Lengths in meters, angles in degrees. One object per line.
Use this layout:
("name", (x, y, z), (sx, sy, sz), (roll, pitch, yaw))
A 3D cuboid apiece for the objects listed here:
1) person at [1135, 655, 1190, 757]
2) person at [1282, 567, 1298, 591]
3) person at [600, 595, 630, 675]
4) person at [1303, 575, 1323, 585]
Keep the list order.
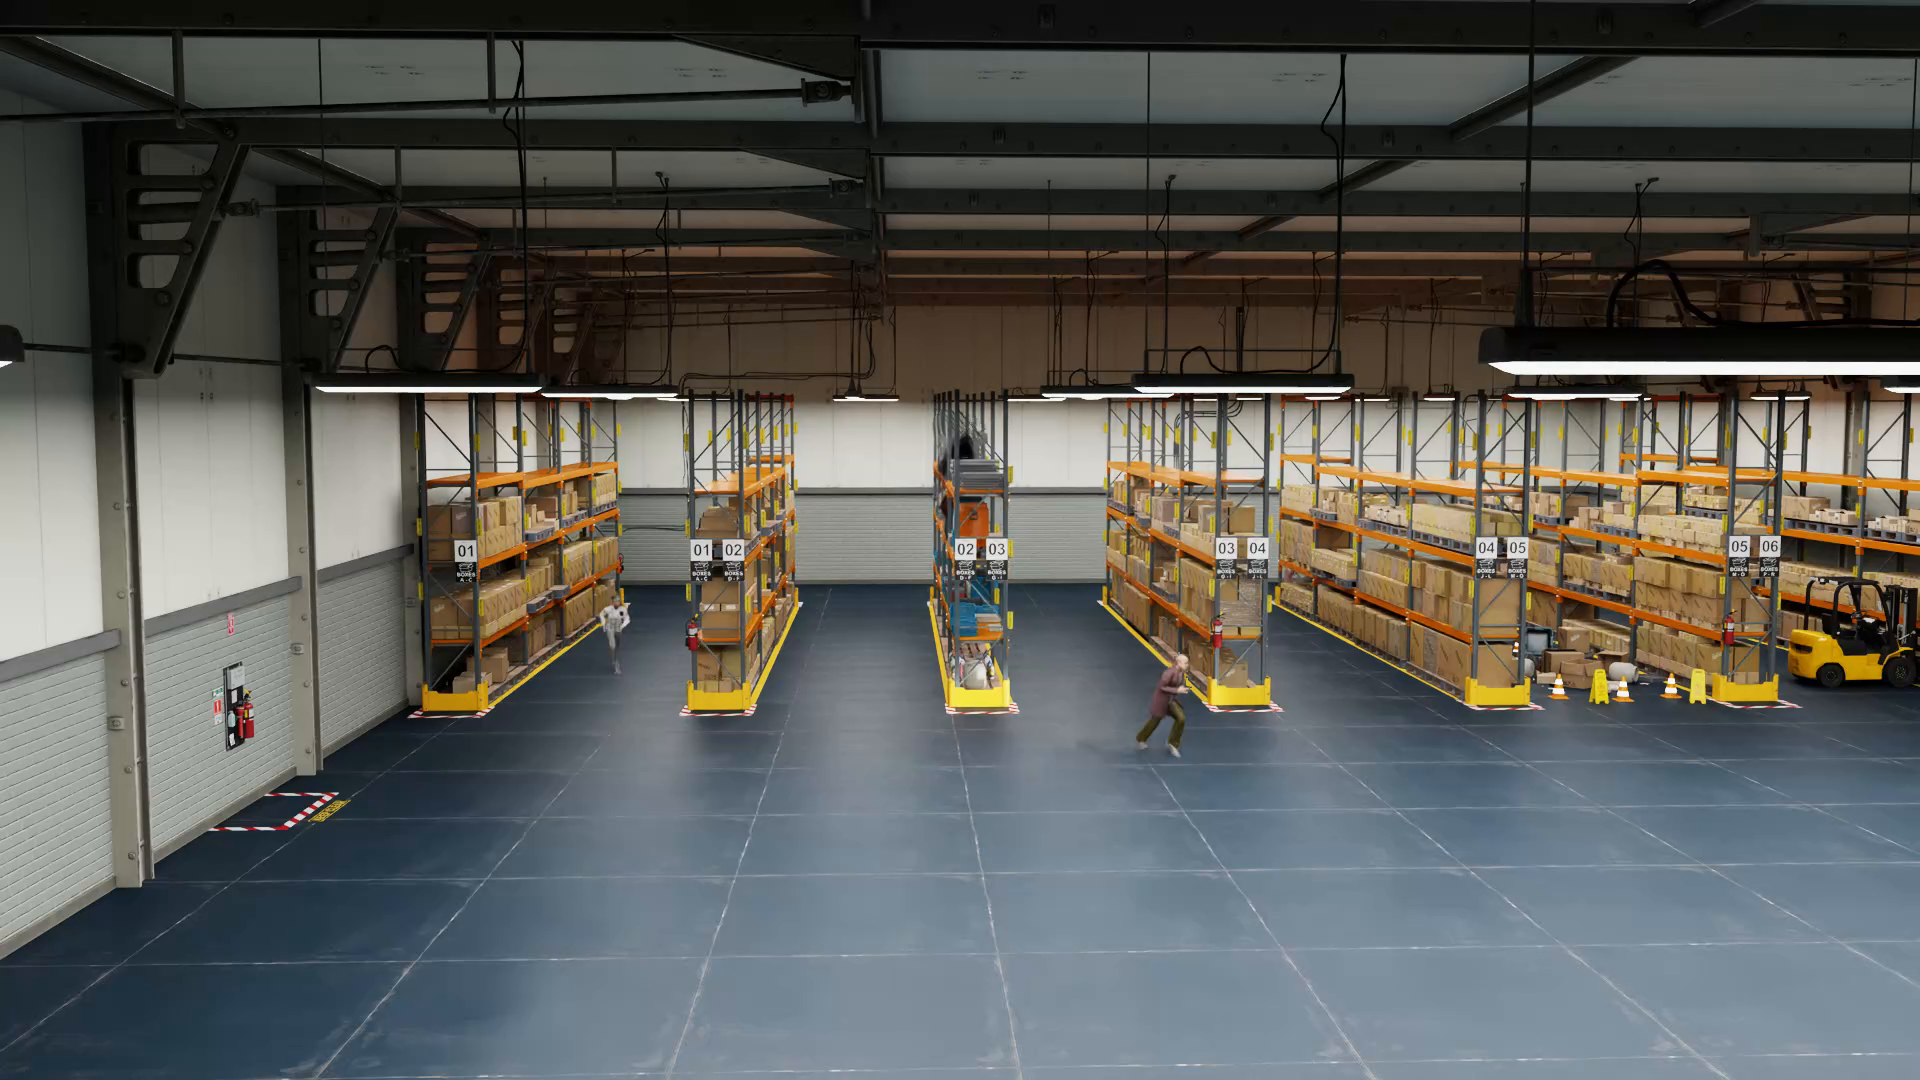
("person", (3.331, 2.699, 27.209), (1.072, 1.731, 0.752), (4, 6, 39))
("person", (9.735, 0.997, 48.922), (0.867, 1.497, 0.584), (-2, 5, -22))
("person", (-7.390, 1.989, 35.628), (0.615, 1.690, 0.910), (-2, 5, -21))
("person", (10.511, 0.867, 49.456), (0.756, 1.719, 0.546), (-2, 5, -21))
